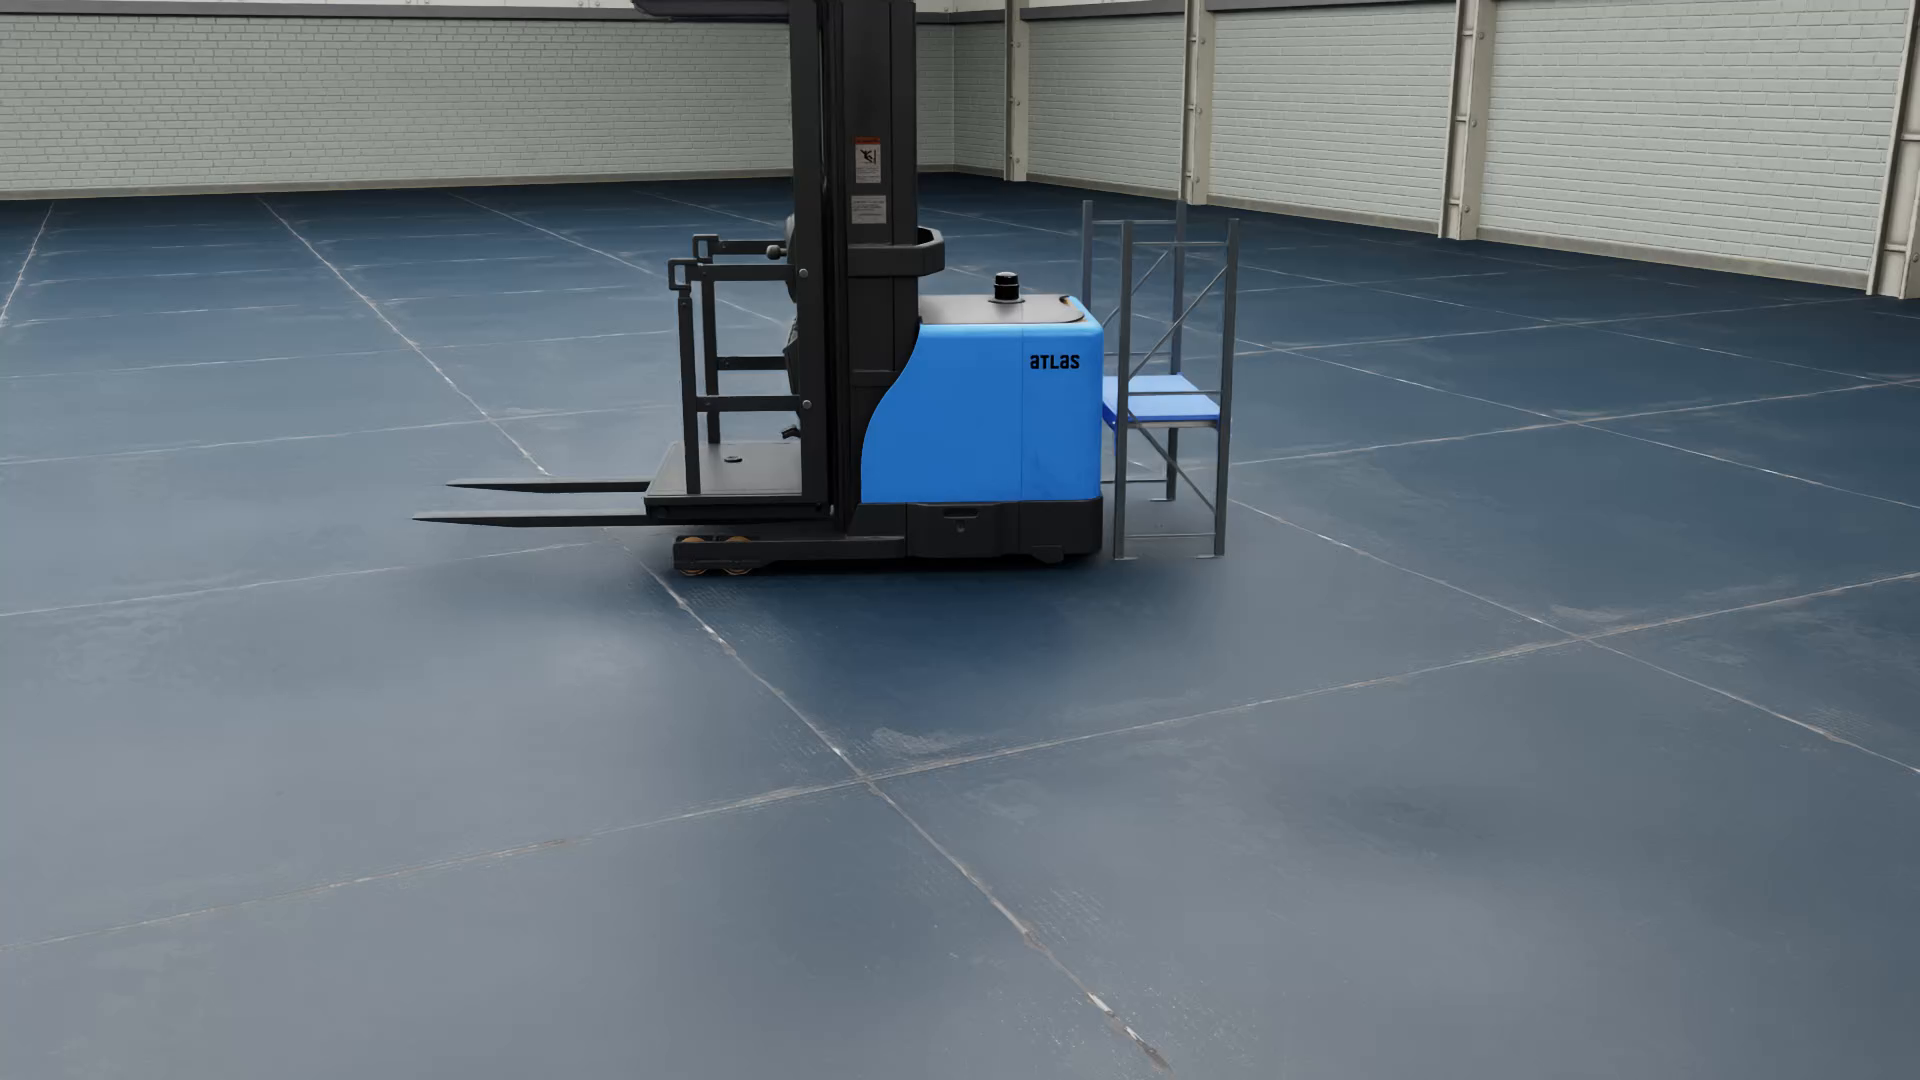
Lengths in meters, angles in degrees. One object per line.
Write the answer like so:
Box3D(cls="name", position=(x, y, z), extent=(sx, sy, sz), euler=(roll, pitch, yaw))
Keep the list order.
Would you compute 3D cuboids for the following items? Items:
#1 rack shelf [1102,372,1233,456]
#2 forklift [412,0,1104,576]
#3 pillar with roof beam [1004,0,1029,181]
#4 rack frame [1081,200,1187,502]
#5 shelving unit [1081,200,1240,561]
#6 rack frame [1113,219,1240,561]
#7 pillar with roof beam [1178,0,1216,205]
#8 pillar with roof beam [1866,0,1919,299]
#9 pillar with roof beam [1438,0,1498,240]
Box3D(cls="rack shelf", position=(0.889, -0.603, 7.786), extent=(0.538, 0.185, 1.000), euler=(-1, 16, -5))
Box3D(cls="forklift", position=(-0.906, -1.403, 7.327), extent=(3.031, 2.935, 1.130), euler=(-1, 16, -3))
Box3D(cls="pillar with roof beam", position=(-2.818, -10.605, 28.390), extent=(9.100, 9.000, 0.400), euler=(-8, 18, -25))
Box3D(cls="rack frame", position=(0.843, -0.916, 8.223), extent=(0.500, 1.500, 0.032), euler=(-1, 16, -5))
Box3D(cls="shelving unit", position=(0.889, -0.776, 7.736), extent=(0.538, 1.500, 1.048), euler=(-1, 16, -5))
Box3D(cls="rack frame", position=(0.936, -0.637, 7.249), extent=(0.500, 1.500, 0.032), euler=(-1, 16, -5))
Box3D(cls="pillar with roof beam", position=(-0.190, -9.117, 23.206), extent=(9.100, 9.000, 0.400), euler=(-8, 18, -25))
Box3D(cls="pillar with roof beam", position=(5.067, -6.141, 12.837), extent=(9.100, 9.000, 0.400), euler=(-8, 18, -25))
Box3D(cls="pillar with roof beam", position=(2.439, -7.629, 18.022), extent=(9.100, 9.000, 0.400), euler=(-8, 18, -25))
